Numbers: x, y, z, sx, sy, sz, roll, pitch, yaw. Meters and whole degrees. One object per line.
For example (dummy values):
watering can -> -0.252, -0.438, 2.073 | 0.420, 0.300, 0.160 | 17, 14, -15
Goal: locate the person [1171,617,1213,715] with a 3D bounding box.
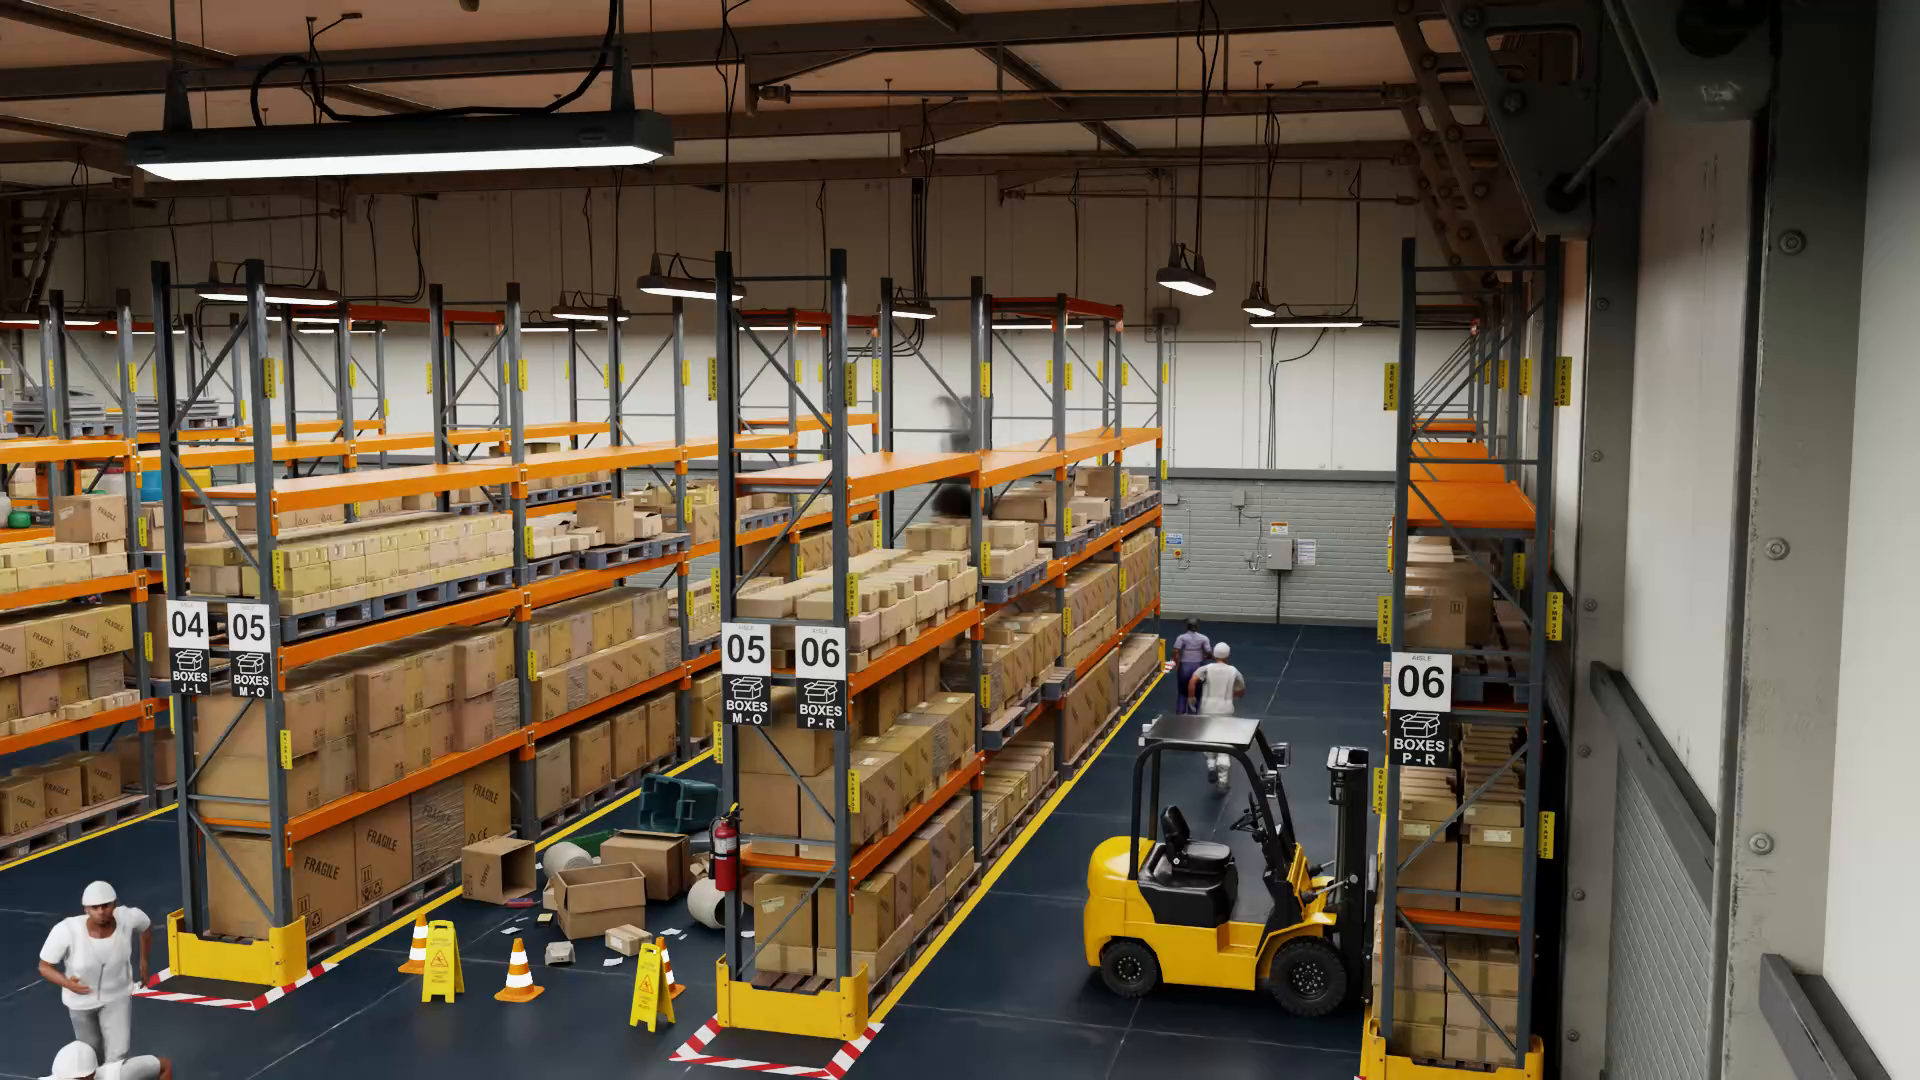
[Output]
person -> 3.262, 1.883, 23.467 | 0.584, 1.613, 0.573 | 0, 6, 4

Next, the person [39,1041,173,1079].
person -> -4.640, 3.415, 9.010 | 0.729, 1.720, 1.021 | -2, 6, -15

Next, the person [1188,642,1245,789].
person -> 3.124, 2.132, 20.268 | 0.671, 1.783, 0.884 | 1, 6, 13

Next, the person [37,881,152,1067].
person -> -5.832, 3.119, 11.263 | 0.700, 1.761, 1.102 | -3, 7, -29
